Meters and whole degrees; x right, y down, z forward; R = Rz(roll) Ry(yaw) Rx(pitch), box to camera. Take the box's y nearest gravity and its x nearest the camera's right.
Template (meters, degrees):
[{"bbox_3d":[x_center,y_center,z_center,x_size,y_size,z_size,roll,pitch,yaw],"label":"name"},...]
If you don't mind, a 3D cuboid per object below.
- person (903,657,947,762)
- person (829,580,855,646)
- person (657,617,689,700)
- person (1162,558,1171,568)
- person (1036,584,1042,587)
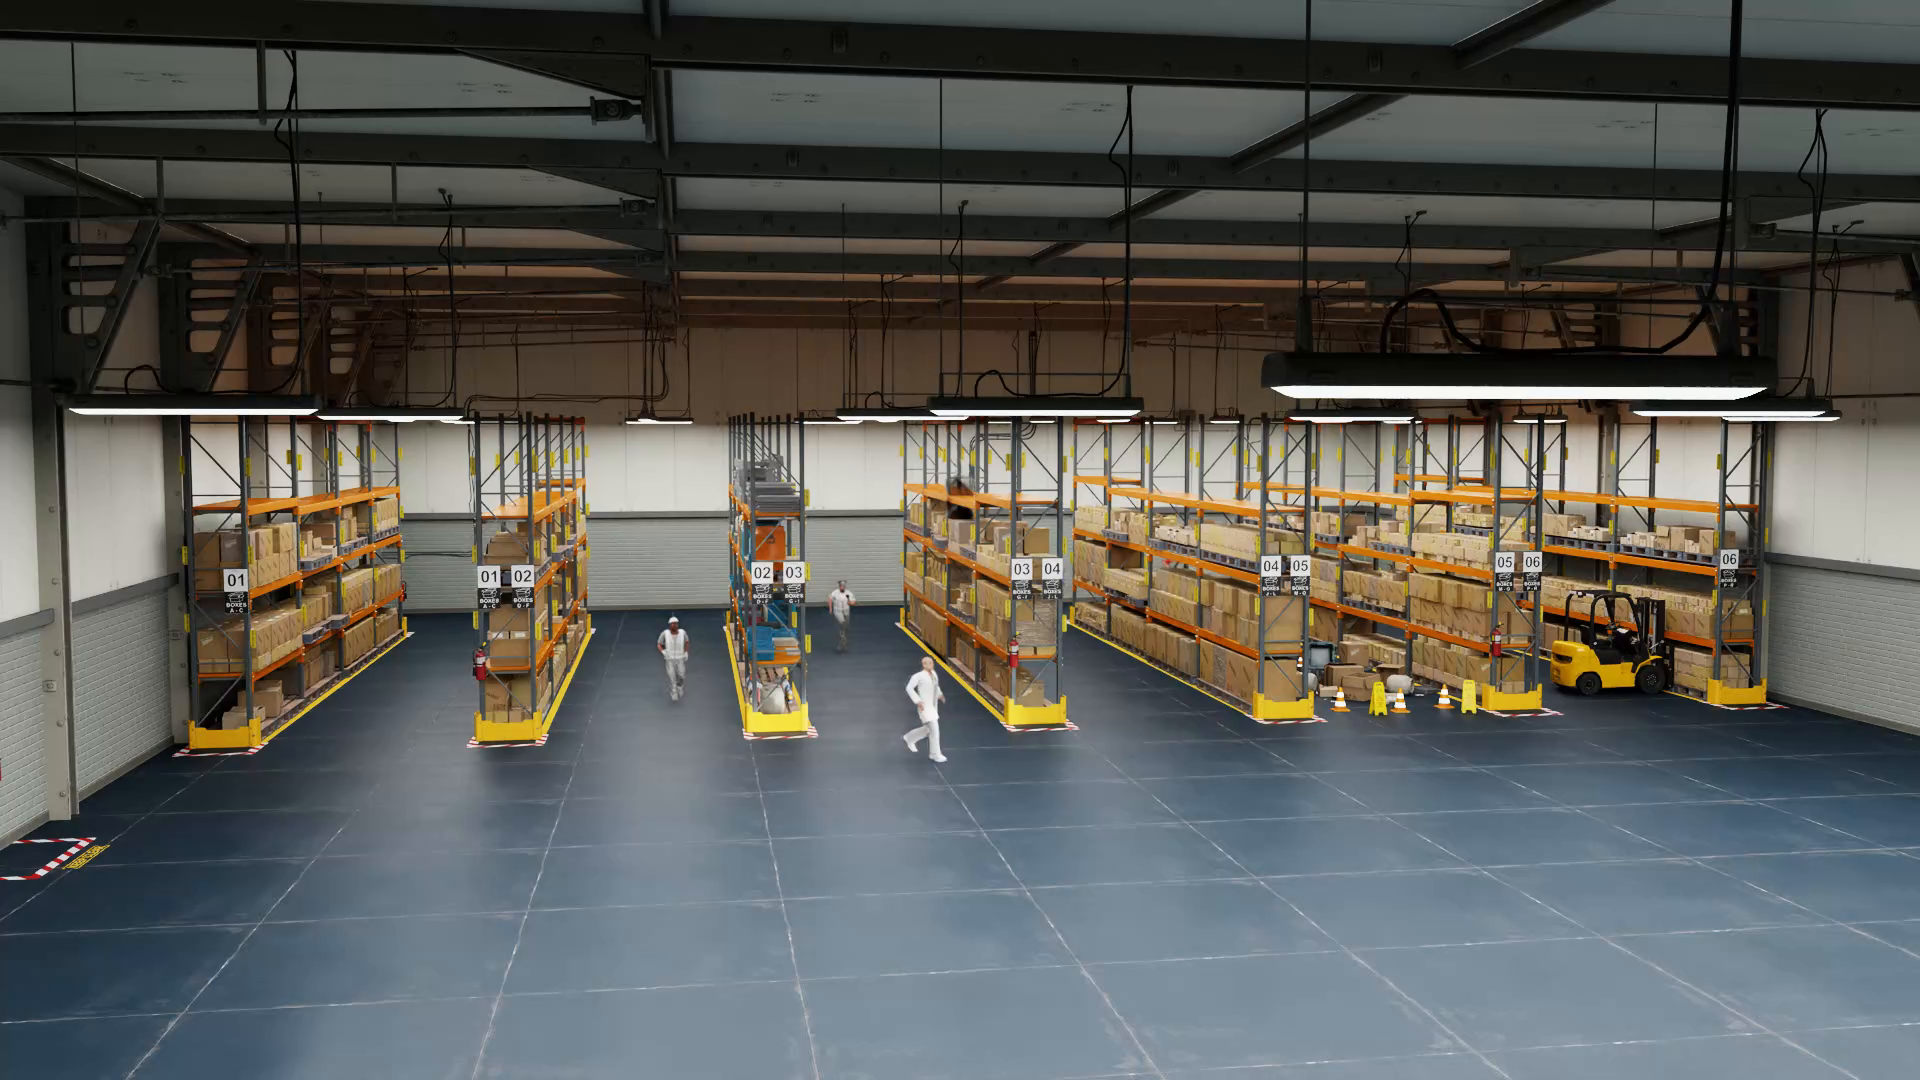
[{"bbox_3d":[-0.611,2.899,28.701,0.946,1.782,0.722,2,4,30],"label":"person"},{"bbox_3d":[-3.023,1.889,42.772,0.624,1.754,0.969,-1,4,-17],"label":"person"},{"bbox_3d":[-5.984,2.483,34.771,0.683,1.741,0.585,-1,4,-15],"label":"person"},{"bbox_3d":[6.255,1.412,50.419,0.777,1.735,0.685,0,4,1],"label":"person"},{"bbox_3d":[2.290,1.606,49.220,0.791,1.550,0.499,3,5,36],"label":"person"}]
